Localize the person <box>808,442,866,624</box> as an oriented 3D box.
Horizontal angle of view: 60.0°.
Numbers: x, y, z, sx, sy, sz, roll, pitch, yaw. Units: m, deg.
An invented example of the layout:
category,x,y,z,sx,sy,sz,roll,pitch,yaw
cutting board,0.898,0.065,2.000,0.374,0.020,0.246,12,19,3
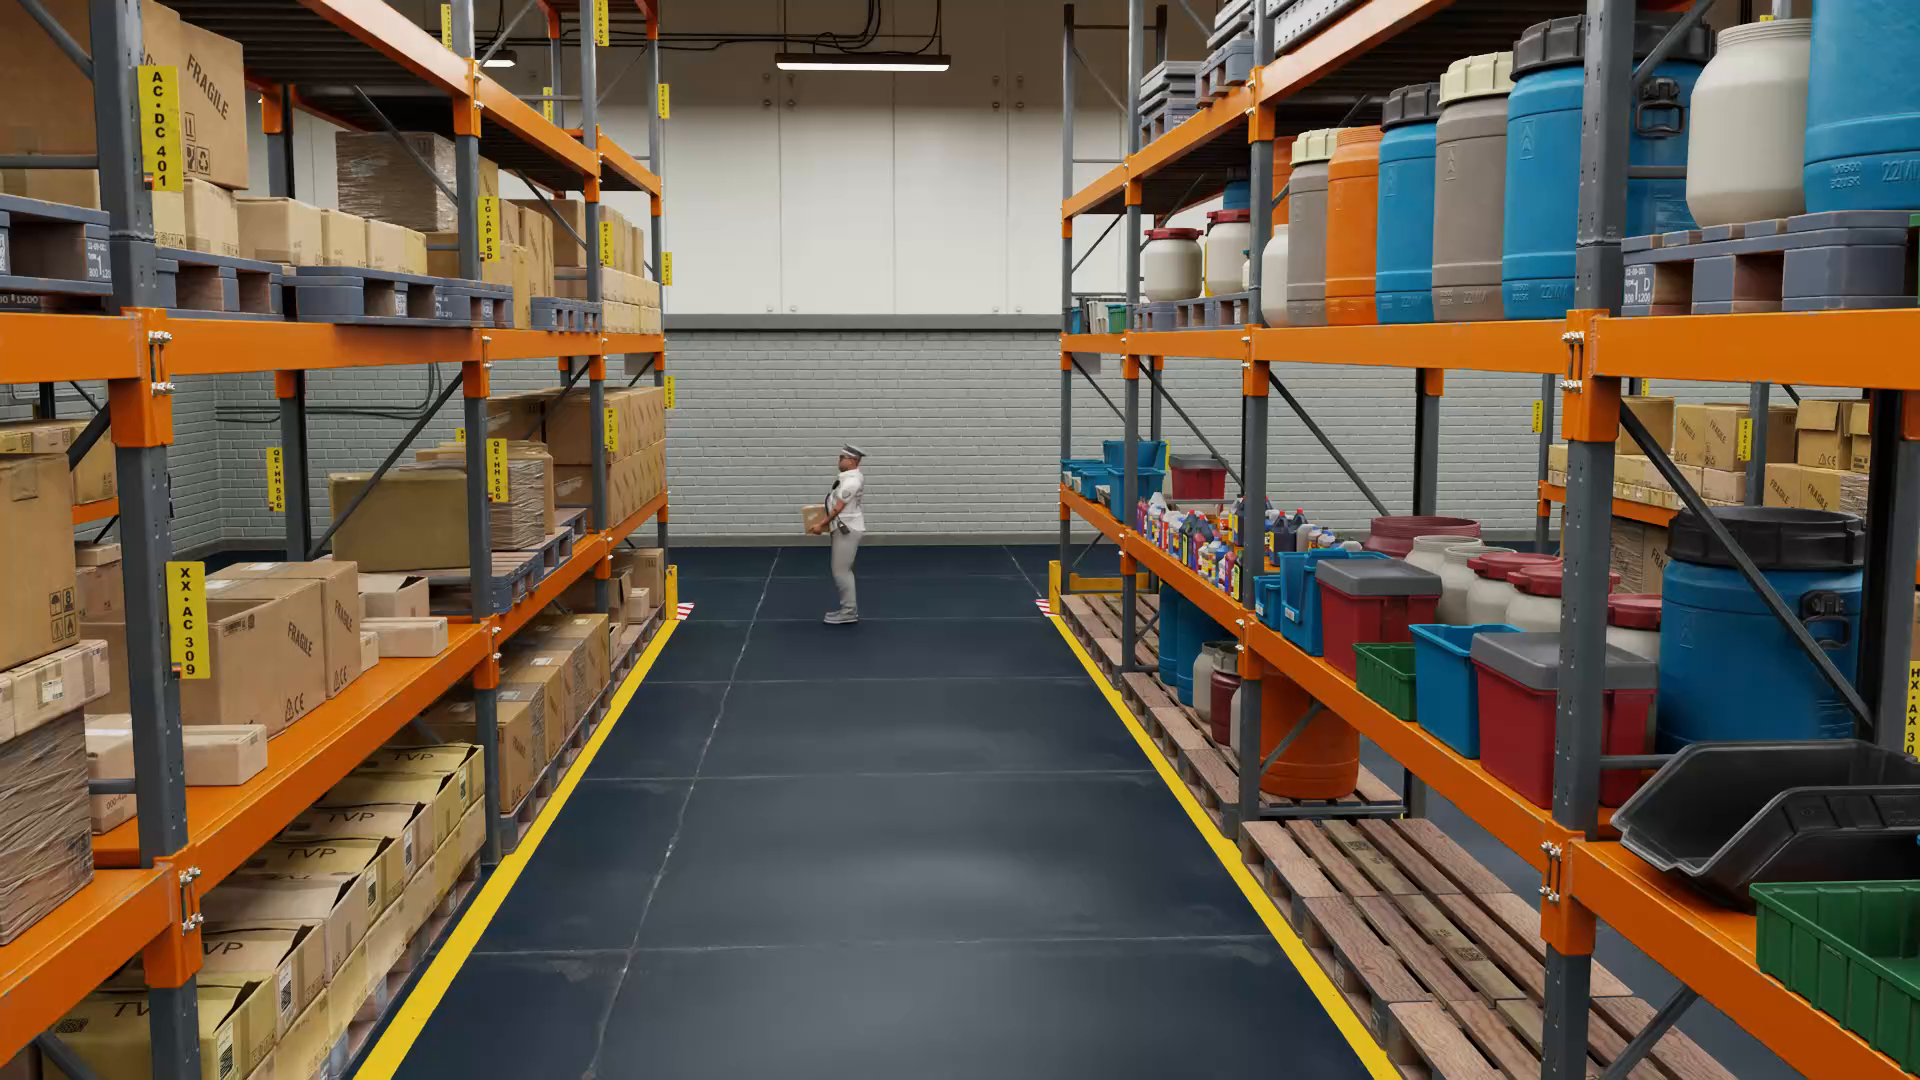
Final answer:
category,x,y,z,sx,sy,sz,roll,pitch,yaw
person,-1.200,-0.077,16.271,0.566,1.768,0.494,0,7,-4
